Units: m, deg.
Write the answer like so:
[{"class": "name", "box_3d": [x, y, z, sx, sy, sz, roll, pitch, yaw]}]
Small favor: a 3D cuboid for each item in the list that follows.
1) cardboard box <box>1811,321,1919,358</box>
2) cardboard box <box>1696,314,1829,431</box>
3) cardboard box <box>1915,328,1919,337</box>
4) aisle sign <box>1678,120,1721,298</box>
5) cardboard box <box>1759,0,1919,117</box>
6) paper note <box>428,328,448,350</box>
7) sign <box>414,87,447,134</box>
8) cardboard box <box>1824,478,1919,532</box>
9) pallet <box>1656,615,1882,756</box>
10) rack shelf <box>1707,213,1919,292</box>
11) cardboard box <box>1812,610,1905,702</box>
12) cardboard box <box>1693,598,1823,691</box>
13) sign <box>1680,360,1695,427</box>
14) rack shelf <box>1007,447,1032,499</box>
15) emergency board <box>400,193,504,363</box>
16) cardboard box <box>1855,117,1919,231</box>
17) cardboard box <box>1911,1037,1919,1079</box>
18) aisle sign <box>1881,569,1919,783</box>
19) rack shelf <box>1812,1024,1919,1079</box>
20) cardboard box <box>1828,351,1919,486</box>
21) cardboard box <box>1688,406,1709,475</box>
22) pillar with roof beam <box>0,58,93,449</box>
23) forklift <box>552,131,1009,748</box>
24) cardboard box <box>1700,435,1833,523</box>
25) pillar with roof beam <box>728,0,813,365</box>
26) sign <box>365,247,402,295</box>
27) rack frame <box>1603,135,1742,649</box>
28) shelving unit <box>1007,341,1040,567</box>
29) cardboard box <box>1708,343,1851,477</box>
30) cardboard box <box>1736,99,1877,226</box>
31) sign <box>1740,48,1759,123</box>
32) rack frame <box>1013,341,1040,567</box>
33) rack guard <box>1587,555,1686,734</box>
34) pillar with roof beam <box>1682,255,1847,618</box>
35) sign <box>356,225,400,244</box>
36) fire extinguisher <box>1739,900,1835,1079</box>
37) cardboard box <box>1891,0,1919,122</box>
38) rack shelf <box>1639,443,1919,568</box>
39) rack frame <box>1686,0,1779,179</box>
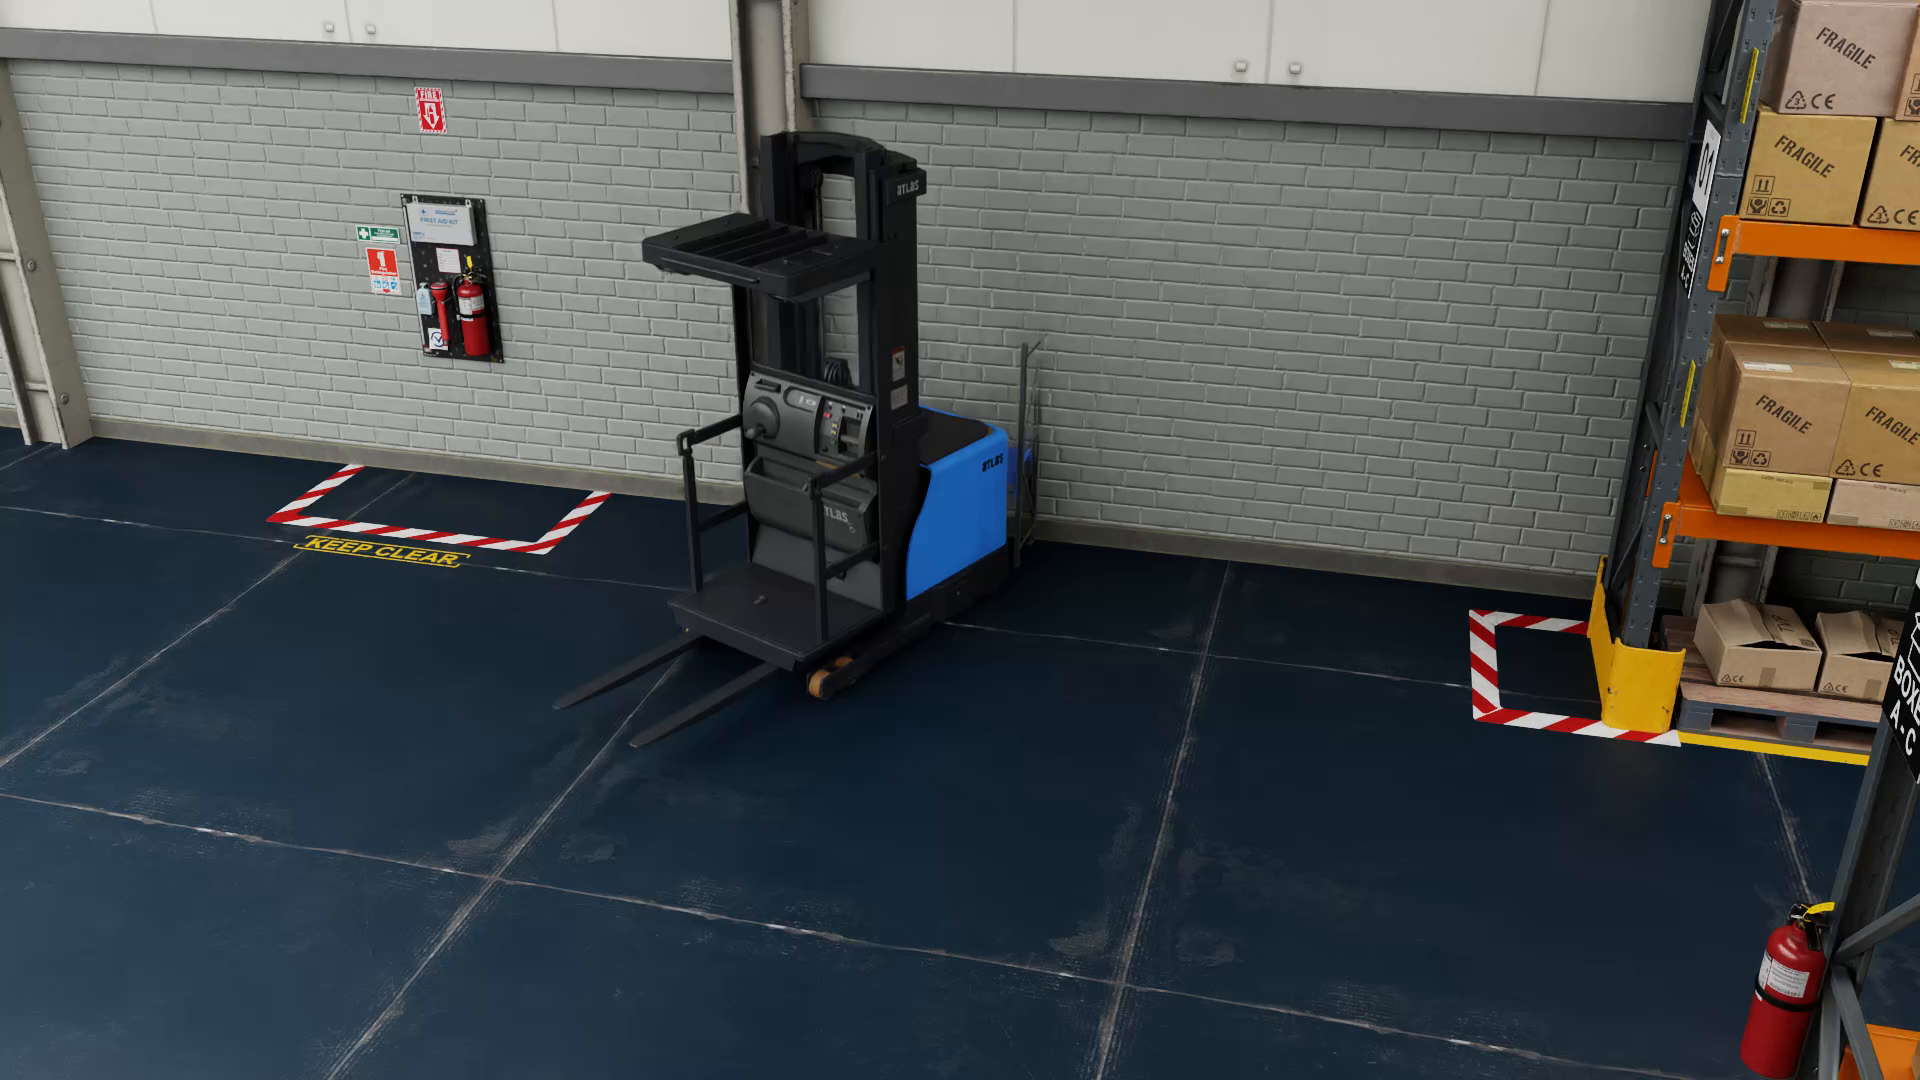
[{"class": "cardboard box", "box_3d": [4.754, -0.824, 8.770, 0.500, 0.500, 0.500, 7, 26, 14]}, {"class": "cardboard box", "box_3d": [4.269, -0.882, 8.892, 0.500, 0.500, 0.500, 6, 26, 12]}, {"class": "cardboard box", "box_3d": [5.256, -0.771, 8.658, 0.500, 0.500, 0.500, 6, 26, 12]}, {"class": "aisle sign", "box_3d": [3.615, -1.621, 8.141, 0.004, 0.787, 0.394, 6, 26, 13]}, {"class": "cardboard box", "box_3d": [4.072, -2.282, 7.761, 0.500, 0.500, 0.500, 4, 26, 9]}, {"class": "paper note", "box_3d": [-3.696, -1.422, 11.772, 0.142, 0.148, 0.016, 6, 26, 13]}, {"class": "sign", "box_3d": [-3.525, -2.861, 11.073, 0.199, 0.298, 0.001, 6, 26, 13]}, {"class": "cardboard box", "box_3d": [4.659, -0.271, 8.482, 0.500, 0.250, 0.500, 5, 26, 11]}, {"class": "pallet", "box_3d": [4.611, 0.805, 9.314, 1.213, 0.211, 1.003, 6, 26, 13]}, {"class": "rack shelf", "box_3d": [5.696, -1.380, 8.006, 4.000, 0.370, 1.077, 6, 26, 13]}, {"class": "cardboard box", "box_3d": [4.959, 0.624, 9.066, 0.500, 0.311, 0.500, 9, 27, 17]}, {"class": "cardboard box", "box_3d": [4.407, 0.563, 9.195, 0.500, 0.311, 0.500, 3, 26, 7]}, {"class": "sign", "box_3d": [3.624, -0.729, 8.285, 0.005, 0.325, 0.100, 6, 26, 13]}, {"class": "rack shelf", "box_3d": [-0.048, -0.502, 10.960, 1.000, 0.185, 0.538, 7, 23, 14]}, {"class": "emergency board", "box_3d": [-3.542, -1.772, 11.483, 0.643, 1.169, 0.194, 6, 26, 13]}, {"class": "cardboard box", "box_3d": [4.532, -1.760, 7.829, 0.500, 0.500, 0.500, 8, 27, 16]}, {"class": "cardboard box", "box_3d": [2.978, 1.509, 4.475, 0.500, 0.500, 0.700, 6, 26, 13]}, {"class": "aisle sign", "box_3d": [2.539, 0.195, 4.326, 0.004, 0.787, 0.394, 6, 26, 13]}, {"class": "rack shelf", "box_3d": [4.466, 2.037, 4.318, 4.000, 0.370, 1.077, 6, 26, 13]}, {"class": "cardboard box", "box_3d": [4.623, -0.611, 8.322, 0.500, 0.500, 0.500, 6, 26, 13]}, {"class": "cardboard box", "box_3d": [4.260, -0.536, 9.038, 0.500, 0.250, 0.500, 7, 26, 14]}, {"class": "pillar with roof beam", "box_3d": [-8.041, -3.051, 7.189, 0.400, 9.000, 9.100, 6, 26, 13]}, {"class": "forklift", "box_3d": [-0.991, -0.663, 9.234, 1.130, 2.935, 3.031, 18, 31, 34]}, {"class": "cardboard box", "box_3d": [4.153, -0.321, 8.586, 0.500, 0.250, 0.500, 6, 26, 11]}, {"class": "pillar with roof beam", "box_3d": [-2.230, -2.408, 5.840, 0.400, 9.000, 9.100, 6, 26, 13]}, {"class": "sign", "box_3d": [-4.052, -1.890, 11.690, 0.234, 0.329, 0.001, 6, 26, 13]}, {"class": "rack frame", "box_3d": [3.759, -0.564, 8.946, 0.127, 3.000, 1.000, 6, 26, 13]}, {"class": "shelving unit", "box_3d": [-0.044, -0.669, 10.893, 1.048, 1.500, 0.538, 7, 23, 14]}, {"class": "cardboard box", "box_3d": [4.147, -0.668, 8.442, 0.500, 0.500, 0.500, 6, 26, 13]}, {"class": "cardboard box", "box_3d": [4.021, -1.833, 7.981, 0.500, 0.500, 0.500, 7, 26, 14]}, {"class": "sign", "box_3d": [3.624, -2.087, 7.638, 0.005, 0.325, 0.100, 6, 26, 13]}, {"class": "rack frame", "box_3d": [0.446, -0.607, 10.770, 0.032, 1.500, 0.500, 7, 23, 14]}, {"class": "rack guard", "box_3d": [3.833, 0.573, 9.466, 0.348, 0.500, 1.175, 6, 26, 13]}, {"class": "pillar with roof beam", "box_3d": [3.580, -1.766, 4.490, 0.400, 9.000, 9.100, 6, 26, 13]}, {"class": "sign", "box_3d": [-4.050, -2.125, 11.567, 0.331, 0.109, 0.001, 6, 26, 13]}, {"class": "fire extinguisher", "box_3d": [2.530, 1.327, 5.062, 0.183, 0.674, 0.296, 6, 26, 13]}, {"class": "cardboard box", "box_3d": [4.545, -2.207, 7.604, 0.500, 0.500, 0.500, 6, 26, 12]}, {"class": "rack shelf", "box_3d": [5.696, -0.025, 8.650, 4.000, 0.370, 1.077, 6, 26, 13]}, {"class": "rack frame", "box_3d": [3.759, -3.273, 7.656, 0.127, 3.000, 1.000, 6, 26, 13]}]
